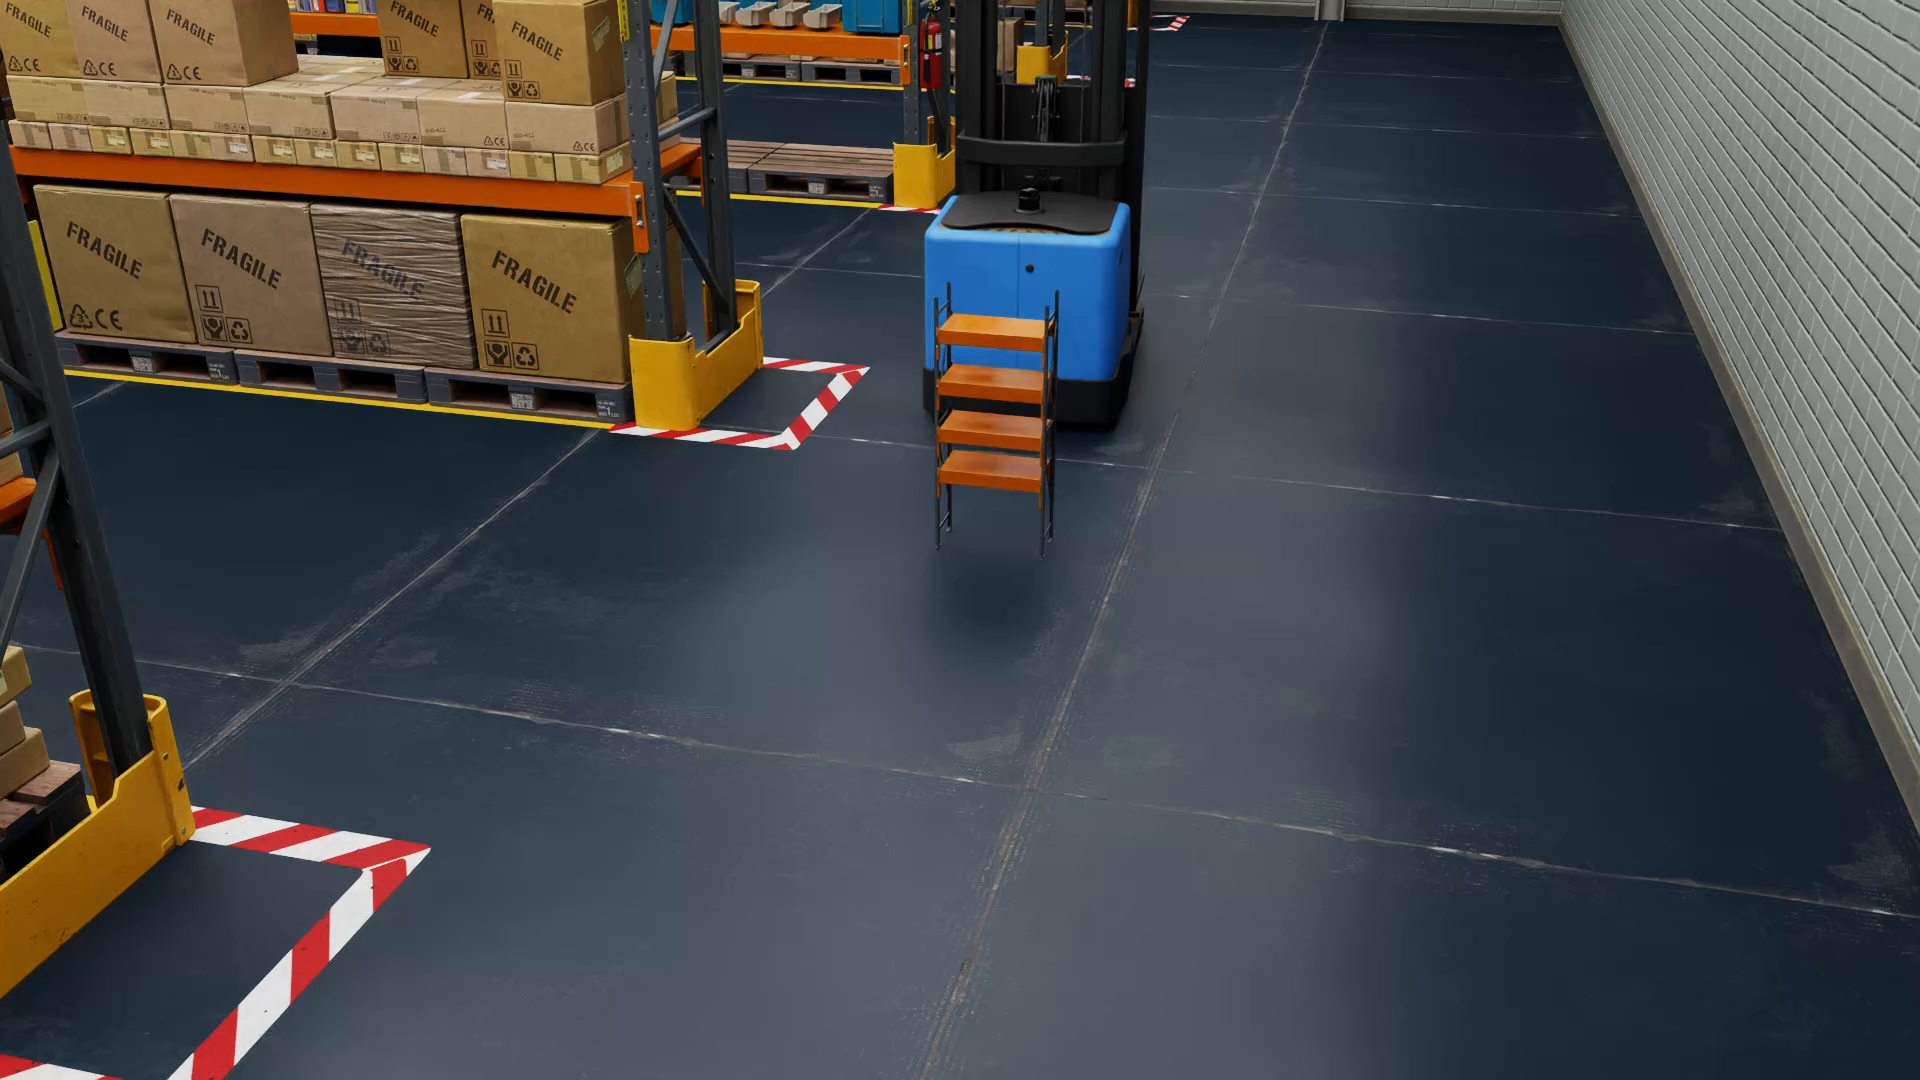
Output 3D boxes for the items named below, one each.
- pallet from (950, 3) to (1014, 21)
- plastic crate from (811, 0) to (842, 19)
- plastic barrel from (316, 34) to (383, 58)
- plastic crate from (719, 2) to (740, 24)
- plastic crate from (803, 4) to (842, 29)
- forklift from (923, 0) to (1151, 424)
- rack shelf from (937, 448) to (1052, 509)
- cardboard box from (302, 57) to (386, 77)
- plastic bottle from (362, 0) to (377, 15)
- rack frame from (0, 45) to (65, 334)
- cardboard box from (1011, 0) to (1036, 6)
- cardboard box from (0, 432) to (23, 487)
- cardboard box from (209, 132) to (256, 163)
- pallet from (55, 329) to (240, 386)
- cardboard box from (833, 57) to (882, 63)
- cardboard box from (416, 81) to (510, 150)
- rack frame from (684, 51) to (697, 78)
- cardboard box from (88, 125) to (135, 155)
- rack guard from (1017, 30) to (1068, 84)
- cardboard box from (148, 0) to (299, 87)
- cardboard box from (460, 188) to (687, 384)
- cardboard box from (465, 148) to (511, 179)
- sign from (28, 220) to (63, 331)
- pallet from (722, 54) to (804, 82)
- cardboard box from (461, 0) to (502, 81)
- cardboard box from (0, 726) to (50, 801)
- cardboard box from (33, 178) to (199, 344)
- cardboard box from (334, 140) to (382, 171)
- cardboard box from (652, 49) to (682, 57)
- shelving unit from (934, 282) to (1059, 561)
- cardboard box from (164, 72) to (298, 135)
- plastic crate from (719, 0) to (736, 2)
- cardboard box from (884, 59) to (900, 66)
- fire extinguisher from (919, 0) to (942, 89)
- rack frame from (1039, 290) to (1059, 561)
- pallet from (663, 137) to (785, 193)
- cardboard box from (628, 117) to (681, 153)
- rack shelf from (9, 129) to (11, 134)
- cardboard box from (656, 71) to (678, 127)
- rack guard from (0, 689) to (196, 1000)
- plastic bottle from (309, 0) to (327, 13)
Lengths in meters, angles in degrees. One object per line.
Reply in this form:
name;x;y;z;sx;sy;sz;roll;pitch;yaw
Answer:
pallet;0.234;-7.310;22.860;1.213;0.211;1.003;6;26;13
plastic crate;-1.056;-4.446;13.724;0.300;0.233;0.416;6;26;13
plastic barrel;-5.344;-4.072;14.766;0.708;0.901;0.600;6;26;13
plastic crate;-1.940;-4.261;13.448;0.250;0.136;0.298;6;26;13
plastic crate;-1.096;-4.181;13.278;0.243;0.136;0.396;6;26;13
forklift;0.557;-2.553;9.702;1.130;2.935;3.031;4;26;9
rack shelf;0.160;-0.284;7.569;0.480;0.148;0.258;6;26;13
cardboard box;-3.390;-2.591;9.531;0.500;0.250;0.500;6;26;12
plastic bottle;-4.951;-4.580;14.024;0.135;0.276;0.152;6;26;13
rack frame;-5.369;-2.627;9.778;0.127;3.000;1.000;6;26;13
cardboard box;1.019;-7.533;22.502;0.500;0.500;0.700;6;26;13
cardboard box;-3.060;-0.202;4.977;0.250;0.149;0.380;6;26;13
cardboard box;-3.910;-2.205;9.184;0.250;0.149;0.380;7;26;14
pallet;-4.652;-1.254;10.138;1.213;0.211;1.003;6;26;13
cardboard box;-1.077;-5.623;18.464;0.637;0.503;0.797;6;26;13
cardboard box;-2.521;-2.261;8.838;0.500;0.250;0.500;6;26;12
rack frame;-2.898;-6.751;18.440;0.127;3.000;1.000;6;26;13
cardboard box;-4.655;-2.287;9.357;0.250;0.149;0.380;7;26;15
rack guard;0.902;-5.202;18.095;0.348;0.500;1.175;6;26;13
cardboard box;-3.989;-2.765;9.023;0.500;0.500;0.500;5;26;11
cardboard box;-2.135;-1.464;9.319;0.875;0.875;0.875;6;26;13
cardboard box;-2.418;-2.041;8.839;0.250;0.149;0.380;6;26;13
sign;-2.693;-0.761;4.852;0.005;0.325;0.100;6;26;13
pallet;-2.233;-5.417;18.884;1.213;0.211;1.003;6;26;13
cardboard box;-2.377;-2.821;9.142;0.500;0.500;0.500;6;26;12
cardboard box;-3.256;0.764;5.484;0.250;0.149;0.380;7;26;14
cardboard box;-4.750;-1.753;9.926;0.875;0.875;0.875;6;26;13
cardboard box;-3.163;-2.122;9.011;0.250;0.149;0.380;6;26;13
cardboard box;-3.447;-5.754;18.743;0.500;0.500;0.500;6;26;13
shelving unit;0.160;-0.524;7.455;0.503;1.200;0.258;6;26;13
cardboard box;-3.995;-2.426;9.184;0.500;0.250;0.500;7;26;14
plastic crate;-1.984;-4.549;13.940;0.300;0.233;0.416;6;26;13
cardboard box;-0.525;-5.349;18.183;0.500;0.250;0.500;6;26;13
fire extinguisher;-0.228;-3.852;12.875;0.183;0.674;0.296;6;26;13
rack frame;0.397;-0.498;7.400;0.015;1.200;0.240;6;26;13
pallet;-2.228;-3.237;14.305;1.213;0.211;1.003;6;26;13
cardboard box;-1.756;-2.261;9.301;0.250;0.149;0.380;7;26;14
rack shelf;-7.306;-2.516;10.382;4.000;0.370;1.077;6;26;13
cardboard box;-1.892;-2.429;9.191;0.500;0.250;0.500;6;26;12
rack guard;-2.902;0.976;5.118;0.348;0.500;1.175;6;26;13
plastic bottle;-5.440;-4.634;14.137;0.135;0.276;0.152;6;26;13
